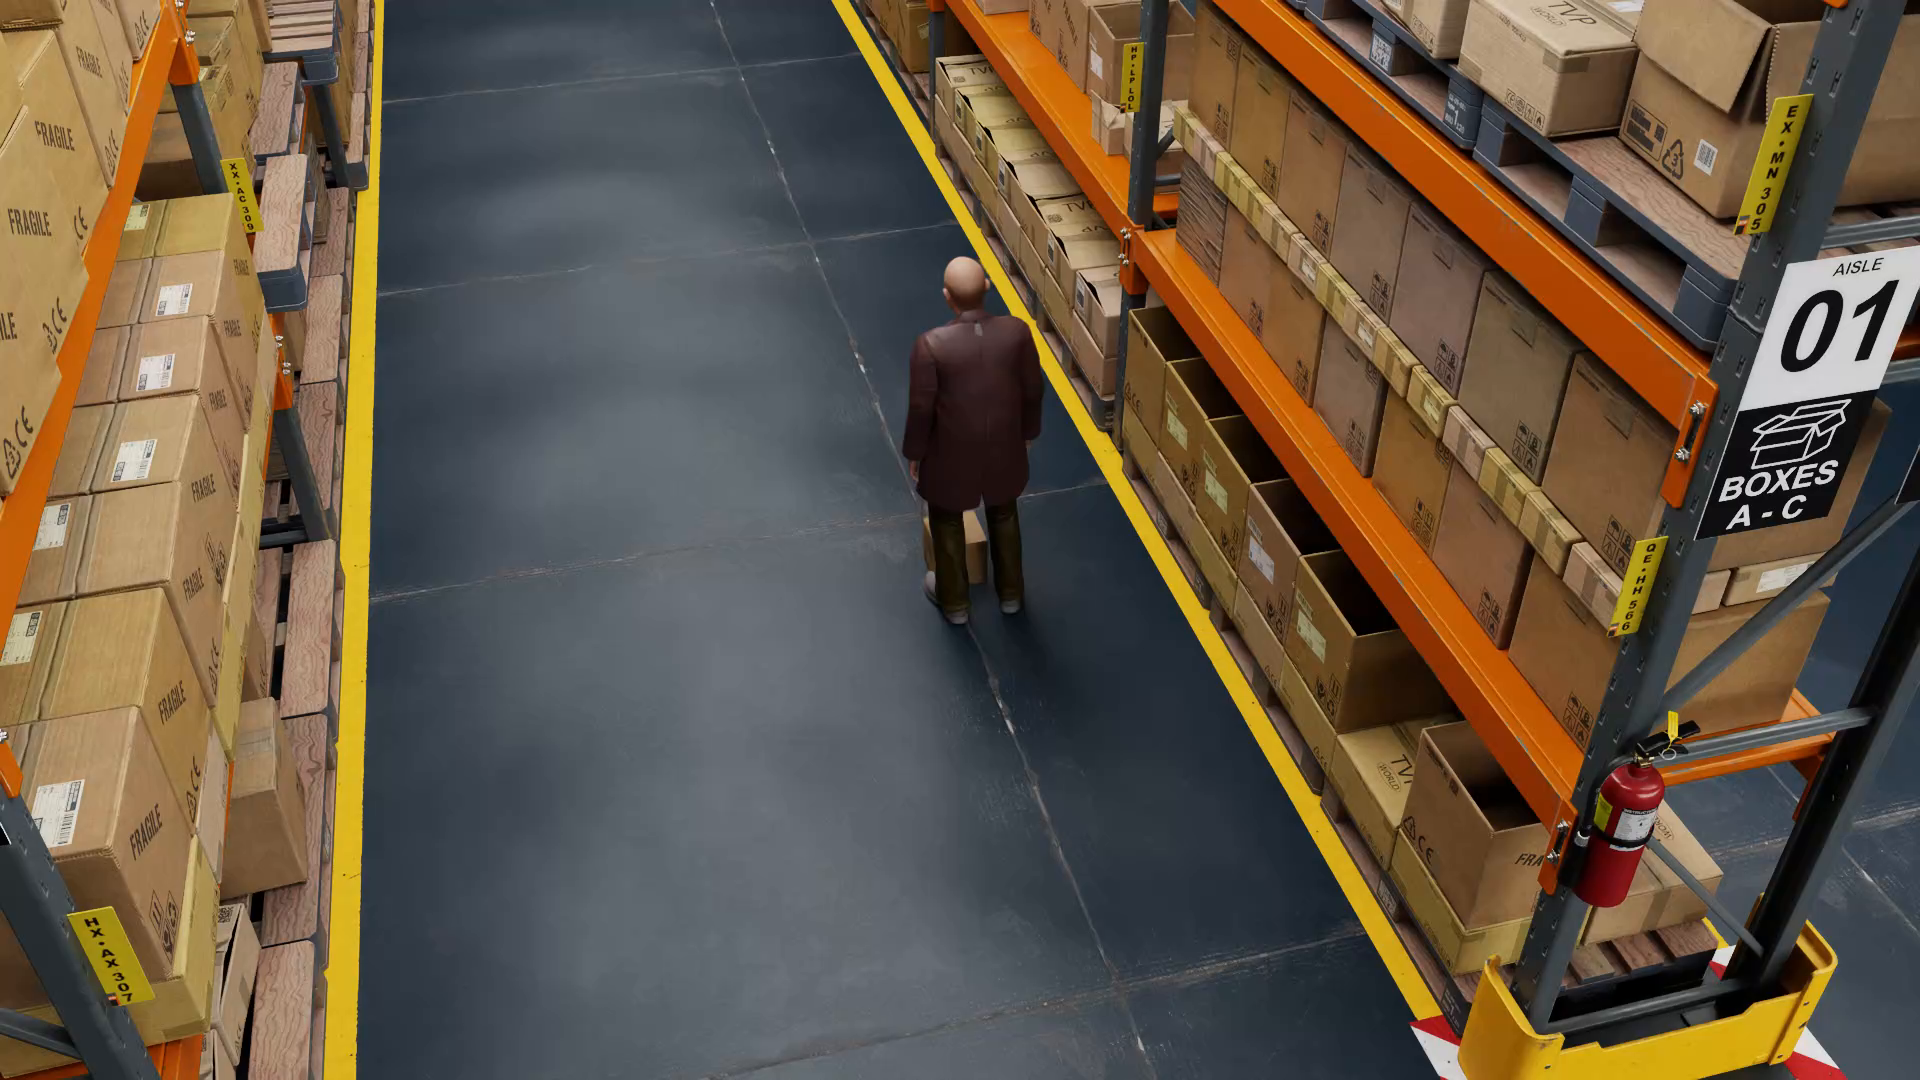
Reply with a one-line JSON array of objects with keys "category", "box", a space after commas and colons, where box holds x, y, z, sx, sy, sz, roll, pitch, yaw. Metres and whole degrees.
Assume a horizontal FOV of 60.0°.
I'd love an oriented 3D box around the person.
[{"category": "person", "box": [0.052, -0.413, 7.263, 0.631, 1.773, 0.427, -10, 39, -13]}]
